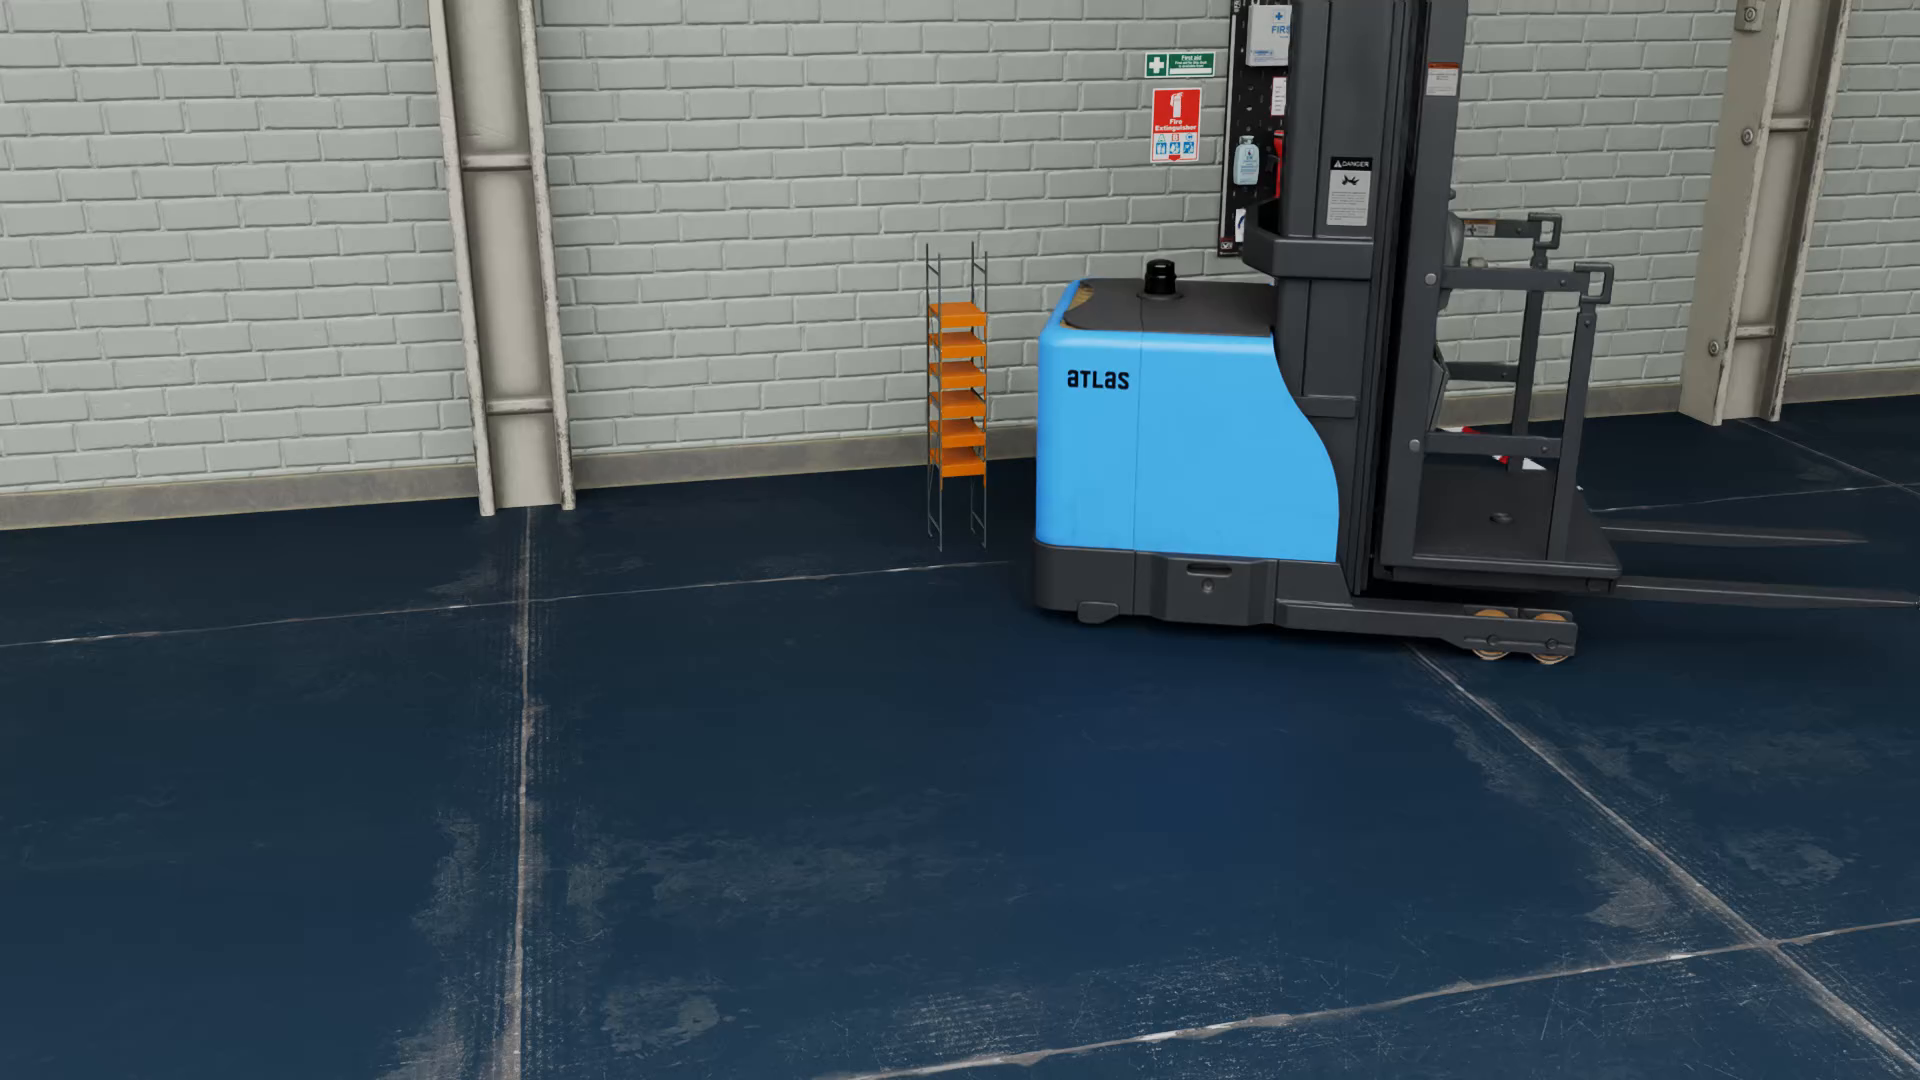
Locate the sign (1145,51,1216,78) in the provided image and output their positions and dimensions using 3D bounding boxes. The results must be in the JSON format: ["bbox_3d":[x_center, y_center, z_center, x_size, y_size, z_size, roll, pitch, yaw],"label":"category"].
[{"bbox_3d":[0.984,-2.124,7.429,0.331,0.109,0.001,-5,21,-12],"label":"sign"}]

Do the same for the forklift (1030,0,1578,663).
[{"bbox_3d":[1.820,-1.154,5.703,3.031,2.935,1.130,3,20,9],"label":"forklift"}]

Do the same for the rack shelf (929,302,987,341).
[{"bbox_3d":[-0.014,-0.859,6.497,0.180,0.103,0.258,-5,21,-12],"label":"rack shelf"}]

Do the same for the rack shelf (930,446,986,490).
[{"bbox_3d":[-0.014,-0.295,6.703,0.180,0.103,0.258,-5,21,-12],"label":"rack shelf"}]

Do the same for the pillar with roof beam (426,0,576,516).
[{"bbox_3d":[-0.896,-2.954,1.795,0.400,9.000,9.100,-5,21,-12],"label":"pillar with roof beam"}]

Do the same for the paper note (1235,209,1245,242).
[{"bbox_3d":[1.351,-1.465,7.735,0.142,0.148,0.016,-5,21,-12],"label":"paper note"}]

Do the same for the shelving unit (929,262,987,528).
[{"bbox_3d":[-0.013,-0.562,6.605,0.183,1.046,0.258,-5,21,-12],"label":"shelving unit"}]

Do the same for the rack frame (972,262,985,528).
[{"bbox_3d":[0.075,-0.569,6.624,0.002,1.046,0.228,-5,21,-12],"label":"rack frame"}]

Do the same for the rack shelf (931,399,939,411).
[{"bbox_3d":[-0.014,-0.539,6.614,0.166,0.020,0.199,-5,21,-12],"label":"rack shelf"}]

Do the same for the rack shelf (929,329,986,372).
[{"bbox_3d":[-0.014,-0.746,6.538,0.180,0.103,0.258,-5,21,-12],"label":"rack shelf"}]

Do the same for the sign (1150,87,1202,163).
[{"bbox_3d":[10.192,-0.621,4.008,16.451,0.391,11.513,-5,21,-12],"label":"sign"}]

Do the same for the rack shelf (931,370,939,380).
[{"bbox_3d":[-0.014,-0.652,6.572,0.166,0.020,0.199,-5,21,-12],"label":"rack shelf"}]

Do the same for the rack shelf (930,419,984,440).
[{"bbox_3d":[-0.014,-0.433,6.652,0.171,0.034,0.221,-5,21,-12],"label":"rack shelf"}]
